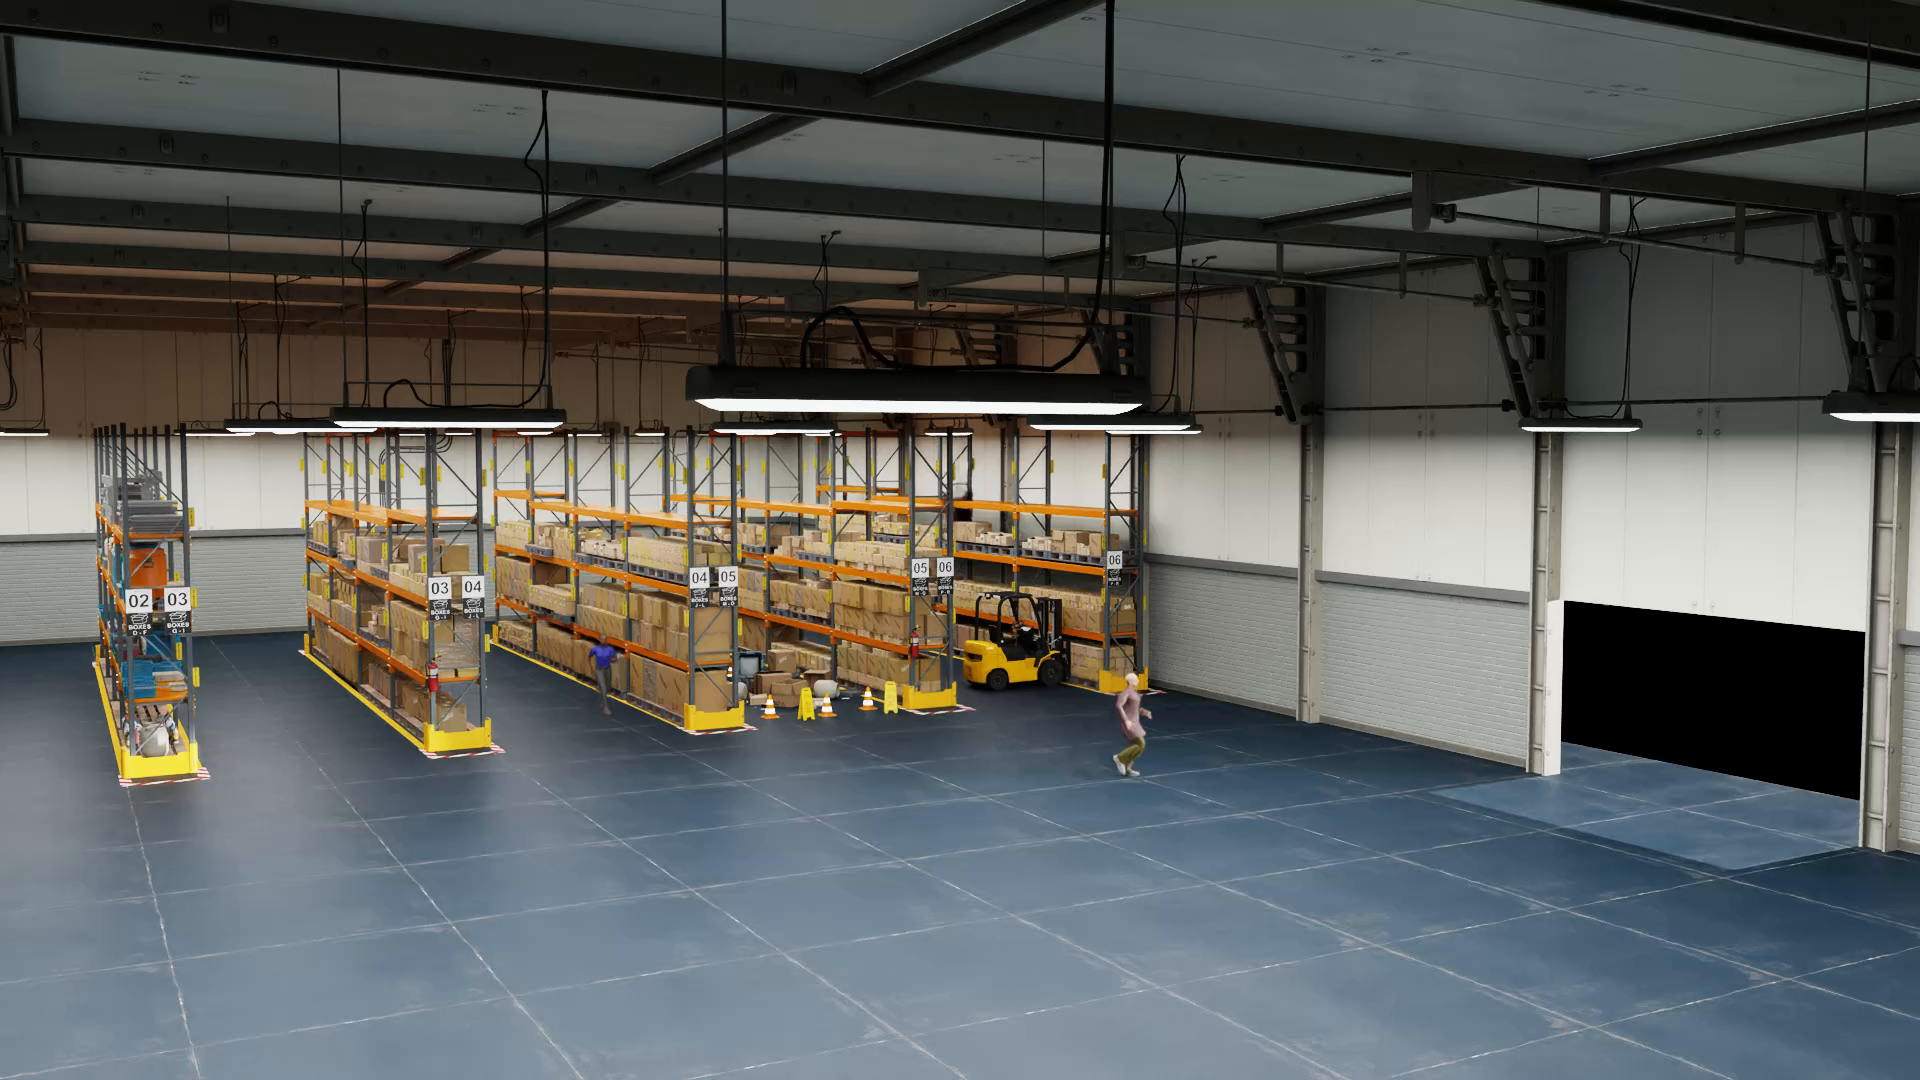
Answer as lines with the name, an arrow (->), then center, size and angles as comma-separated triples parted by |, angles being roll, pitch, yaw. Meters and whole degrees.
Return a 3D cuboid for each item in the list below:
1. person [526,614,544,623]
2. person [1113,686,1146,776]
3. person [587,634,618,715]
person -> -12.356, 1.981, 48.356 | 0.606, 1.650, 0.648 | 2, 4, 25
person -> 2.930, 3.240, 28.281 | 0.509, 1.543, 0.723 | 1, 4, 13
person -> -7.455, 2.775, 34.734 | 0.576, 1.639, 0.893 | -2, 4, -29
